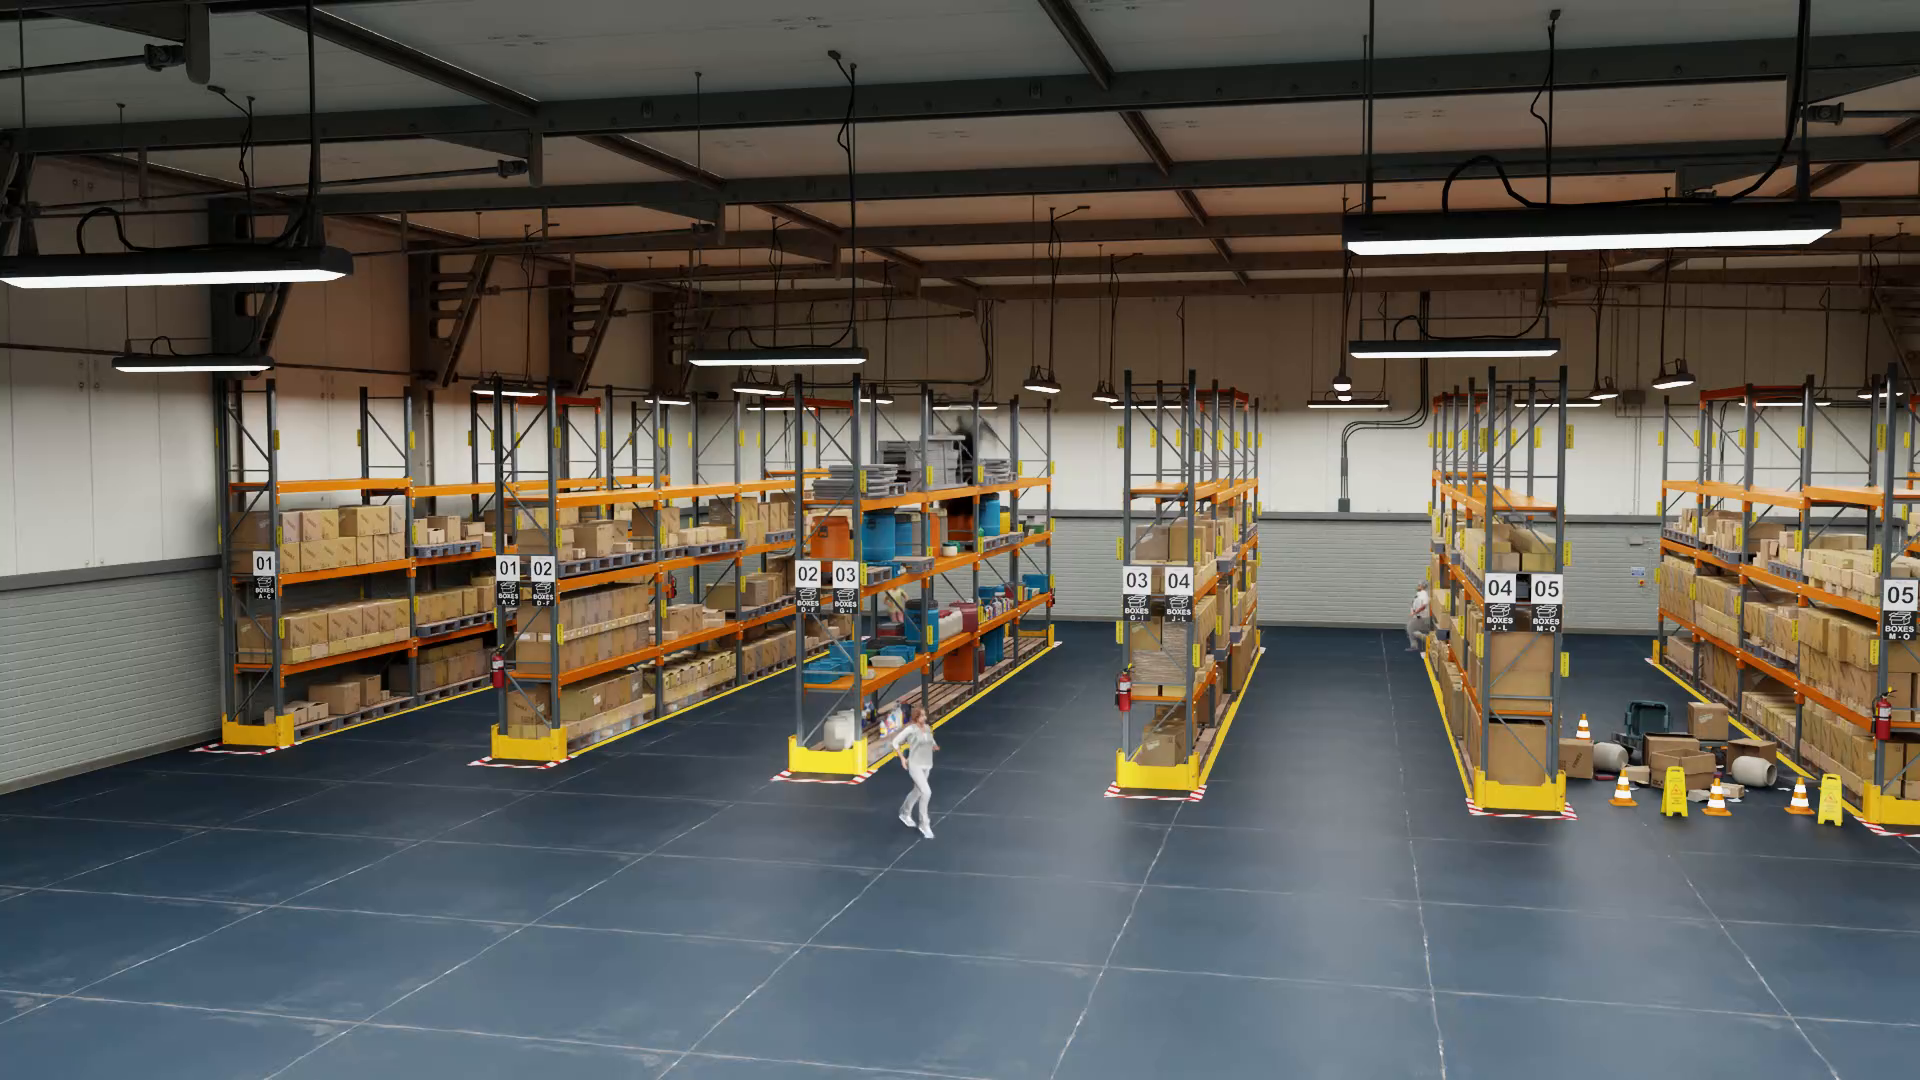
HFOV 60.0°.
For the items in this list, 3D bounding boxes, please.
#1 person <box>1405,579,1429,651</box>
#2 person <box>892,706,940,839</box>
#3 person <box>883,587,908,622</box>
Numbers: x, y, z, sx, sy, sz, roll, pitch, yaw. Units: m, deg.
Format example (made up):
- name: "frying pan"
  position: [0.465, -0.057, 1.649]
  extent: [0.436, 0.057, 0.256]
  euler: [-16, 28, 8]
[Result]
- name: "person"
  position: [10.845, 1.792, 39.341]
  extent: [0.604, 1.746, 0.718]
  euler: [1, 4, 14]
- name: "person"
  position: [-0.536, 2.929, 21.121]
  extent: [0.733, 1.645, 0.510]
  euler: [3, 4, 39]
- name: "person"
  position: [-1.562, 1.750, 40.422]
  extent: [0.611, 1.623, 0.539]
  euler: [0, 3, -4]
